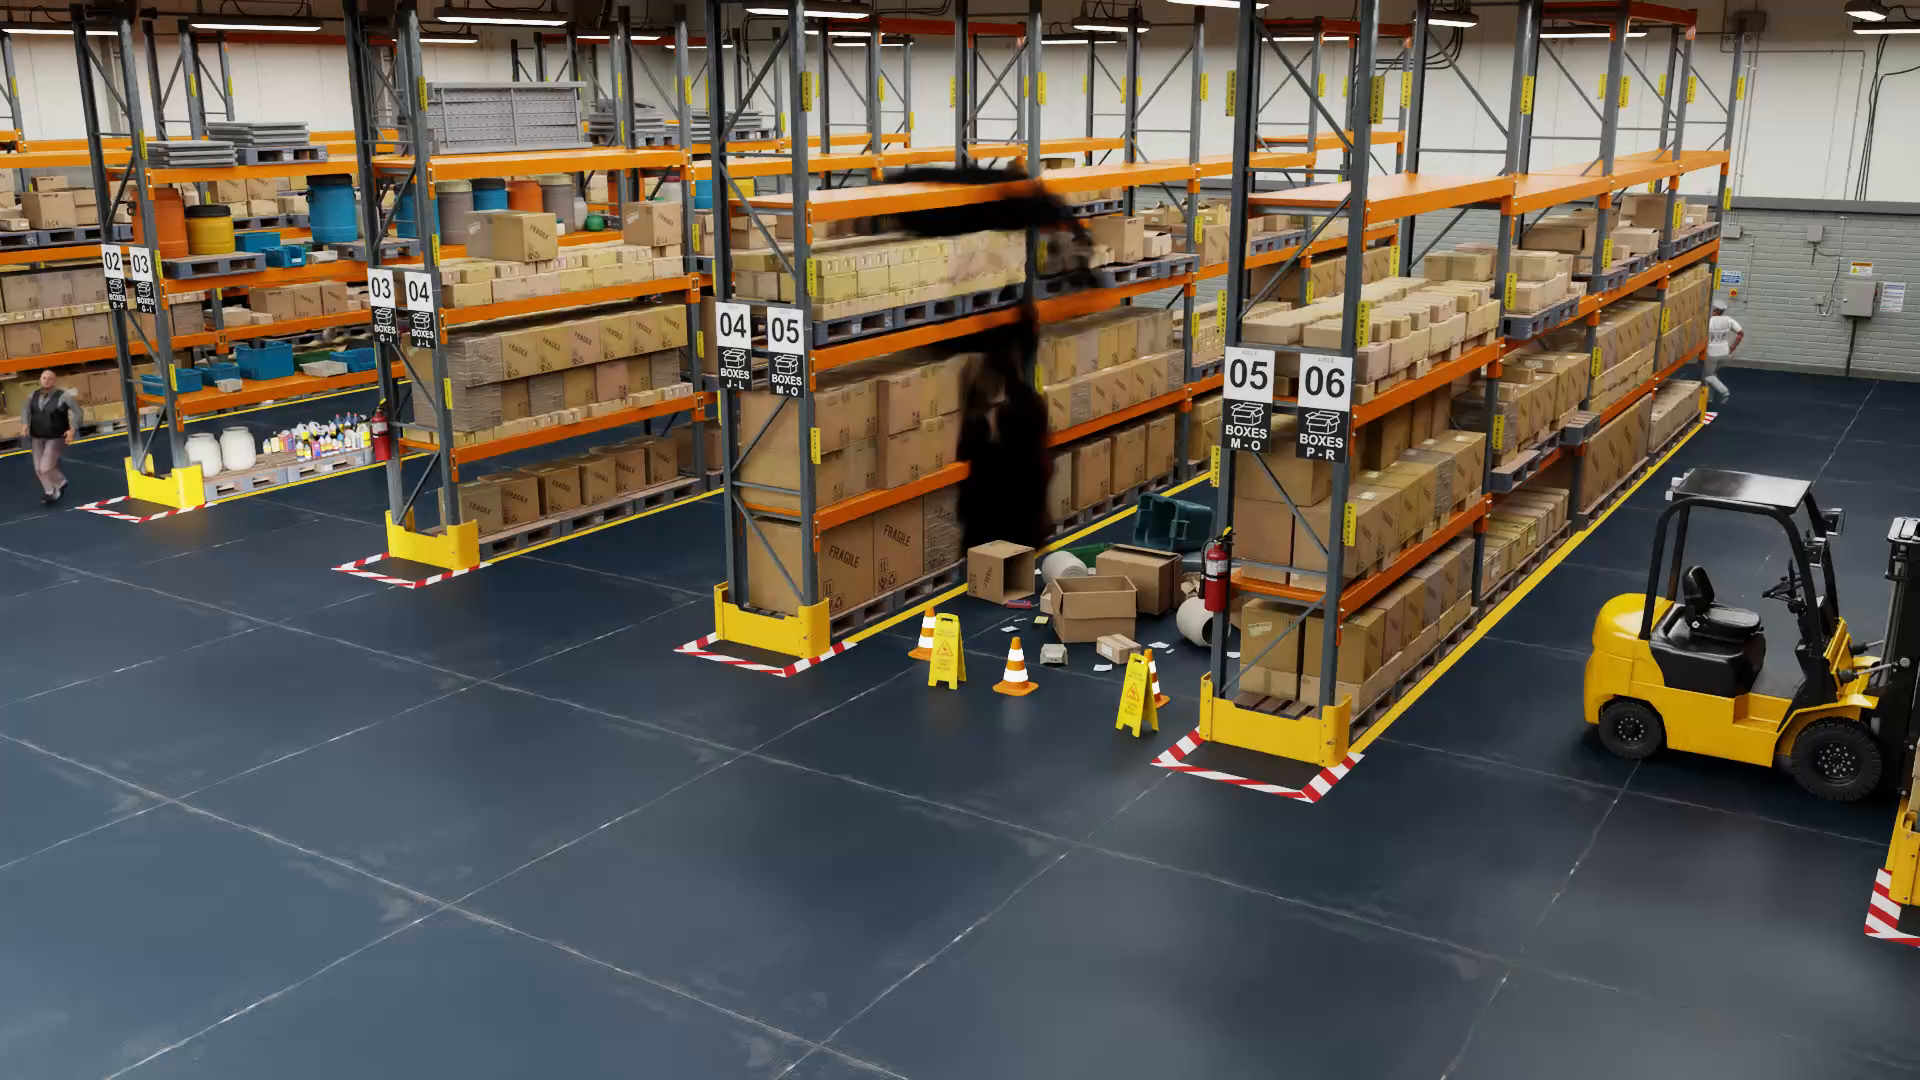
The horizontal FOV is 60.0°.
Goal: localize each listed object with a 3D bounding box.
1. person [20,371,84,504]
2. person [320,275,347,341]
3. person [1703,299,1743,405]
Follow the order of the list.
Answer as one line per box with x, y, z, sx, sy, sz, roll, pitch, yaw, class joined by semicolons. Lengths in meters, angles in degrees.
-11.286;-1.258;20.625;0.727;1.673;0.518;1;16;2;person
-11.589;-4.076;30.602;0.689;1.827;0.833;8;17;26;person
12.116;-2.994;26.758;0.702;1.766;0.820;-4;16;-13;person
